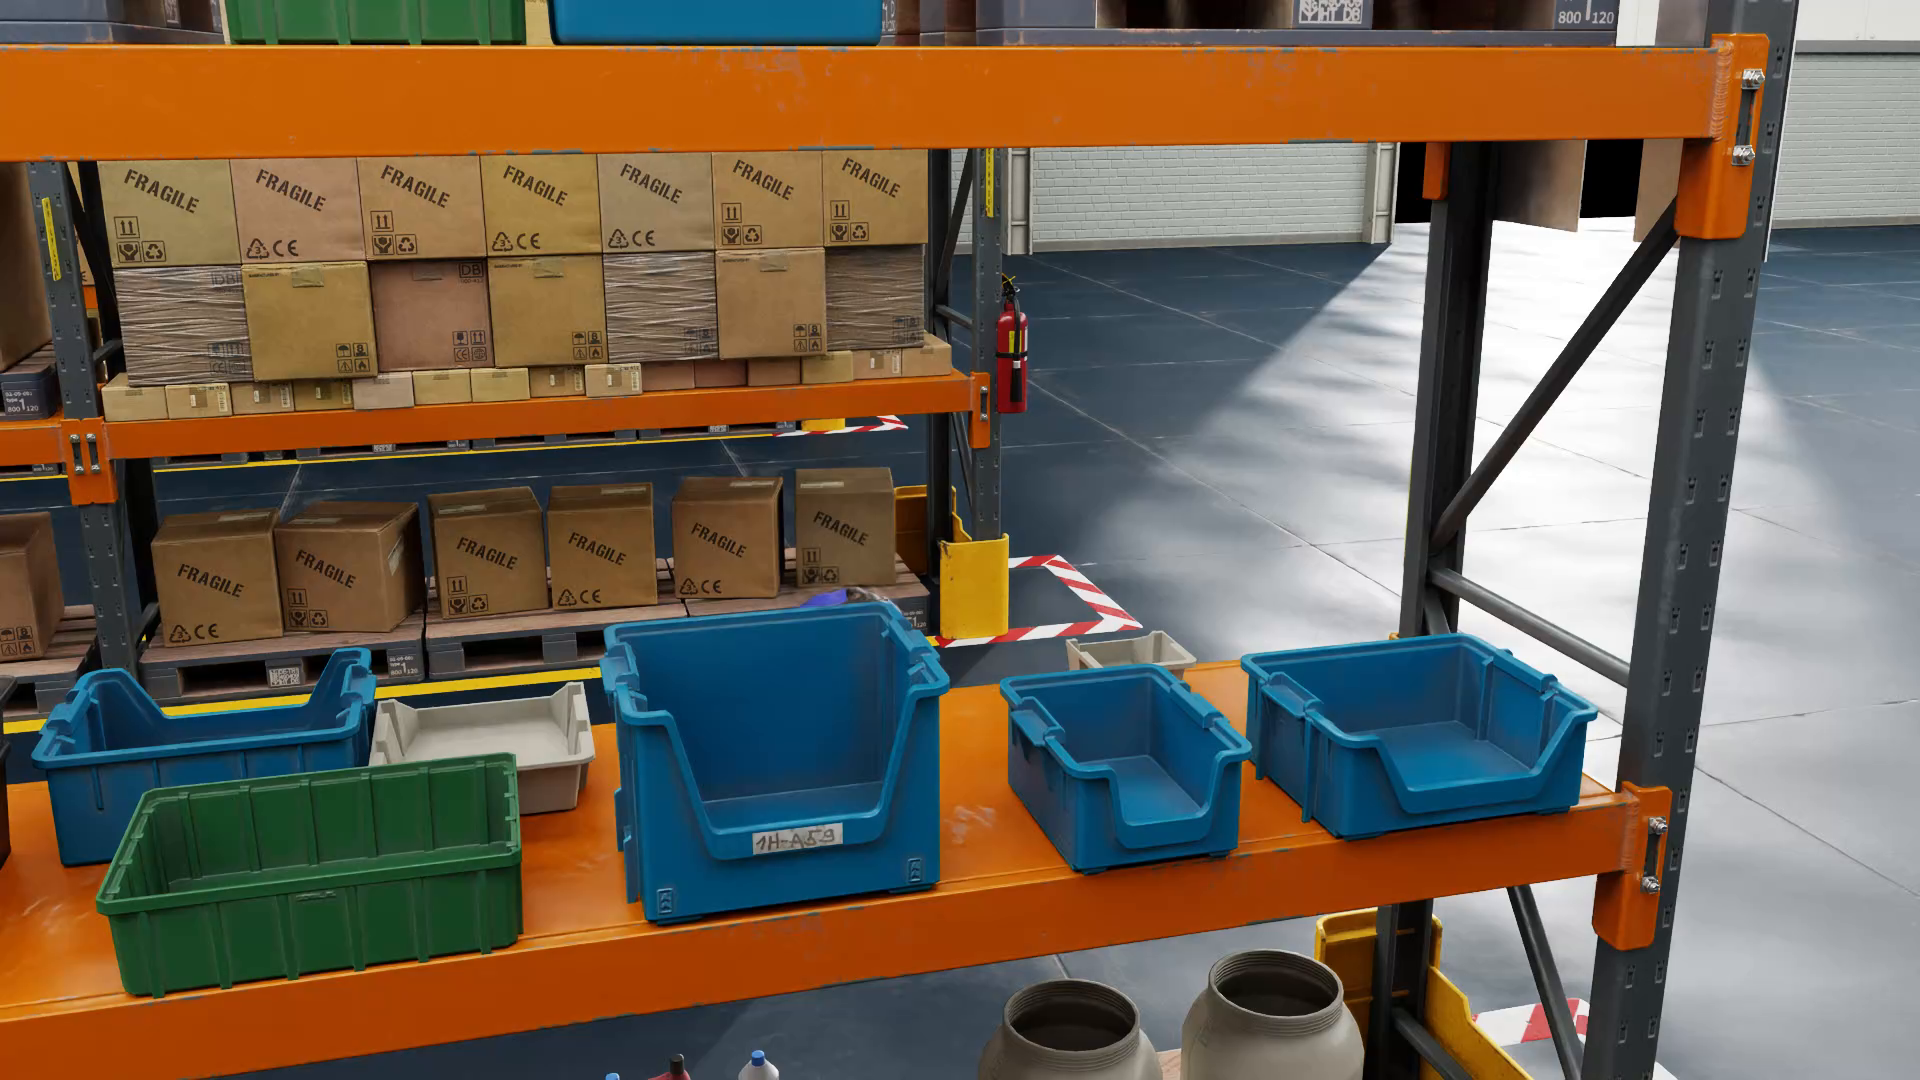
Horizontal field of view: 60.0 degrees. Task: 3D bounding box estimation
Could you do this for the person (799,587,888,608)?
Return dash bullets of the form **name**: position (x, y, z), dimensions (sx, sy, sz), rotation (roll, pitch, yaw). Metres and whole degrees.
- **person**: position (-0.471, 0.555, 6.477), dimensions (0.476, 0.911, 0.805), rotation (-5, 17, -15)
